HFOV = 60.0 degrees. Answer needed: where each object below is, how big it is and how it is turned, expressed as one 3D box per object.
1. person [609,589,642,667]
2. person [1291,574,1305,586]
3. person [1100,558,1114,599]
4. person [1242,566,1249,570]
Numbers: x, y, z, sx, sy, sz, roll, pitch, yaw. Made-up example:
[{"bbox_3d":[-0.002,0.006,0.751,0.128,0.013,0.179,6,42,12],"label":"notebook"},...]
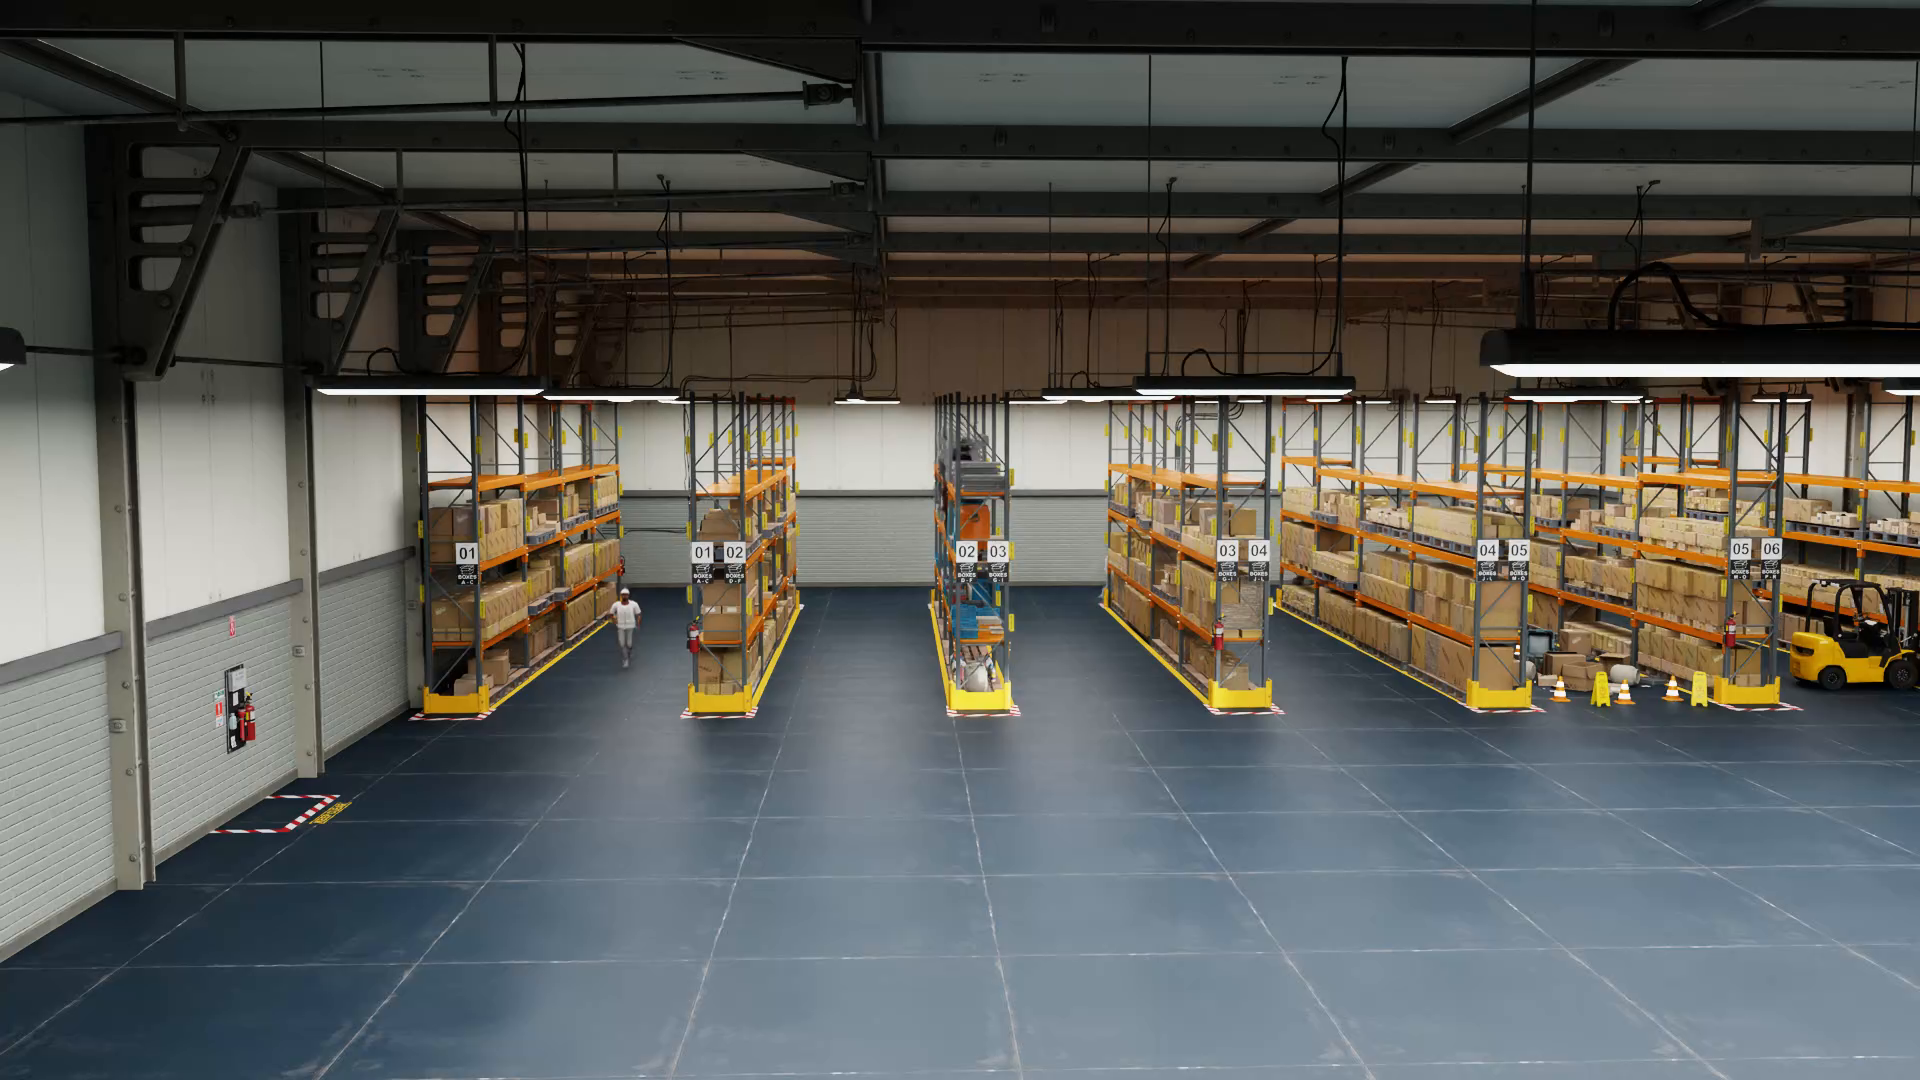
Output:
[{"bbox_3d":[-7.391,1.928,36.742,0.702,1.726,0.598,-1,5,-8],"label":"person"},{"bbox_3d":[9.979,0.992,48.836,0.517,1.666,0.711,2,5,22],"label":"person"},{"bbox_3d":[4.524,0.989,48.714,0.872,1.683,0.598,1,5,9],"label":"person"},{"bbox_3d":[8.202,1.086,47.800,0.606,1.627,0.623,1,5,13],"label":"person"}]
